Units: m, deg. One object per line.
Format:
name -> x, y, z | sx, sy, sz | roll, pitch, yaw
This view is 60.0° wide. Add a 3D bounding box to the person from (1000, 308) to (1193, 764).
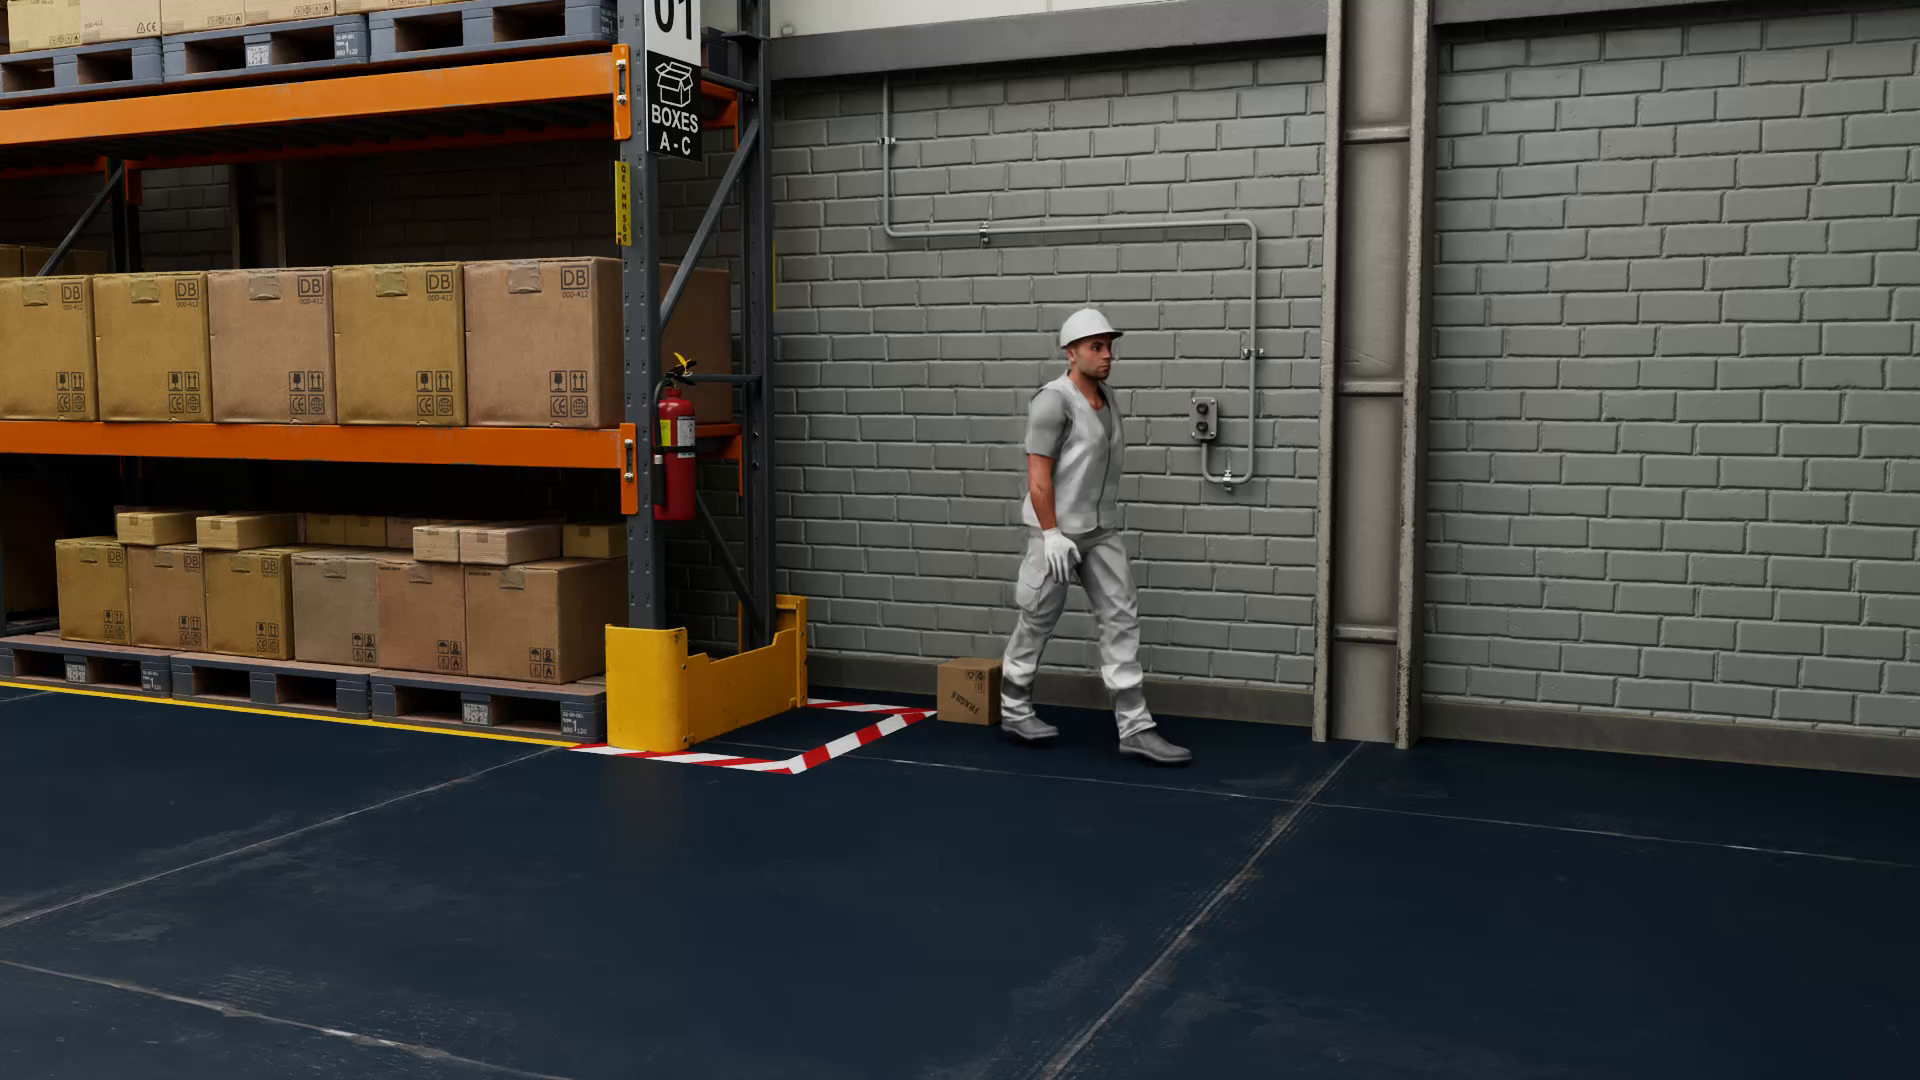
person -> 0.485, -0.027, 6.565 | 0.576, 1.755, 0.860 | -5, 7, -42
